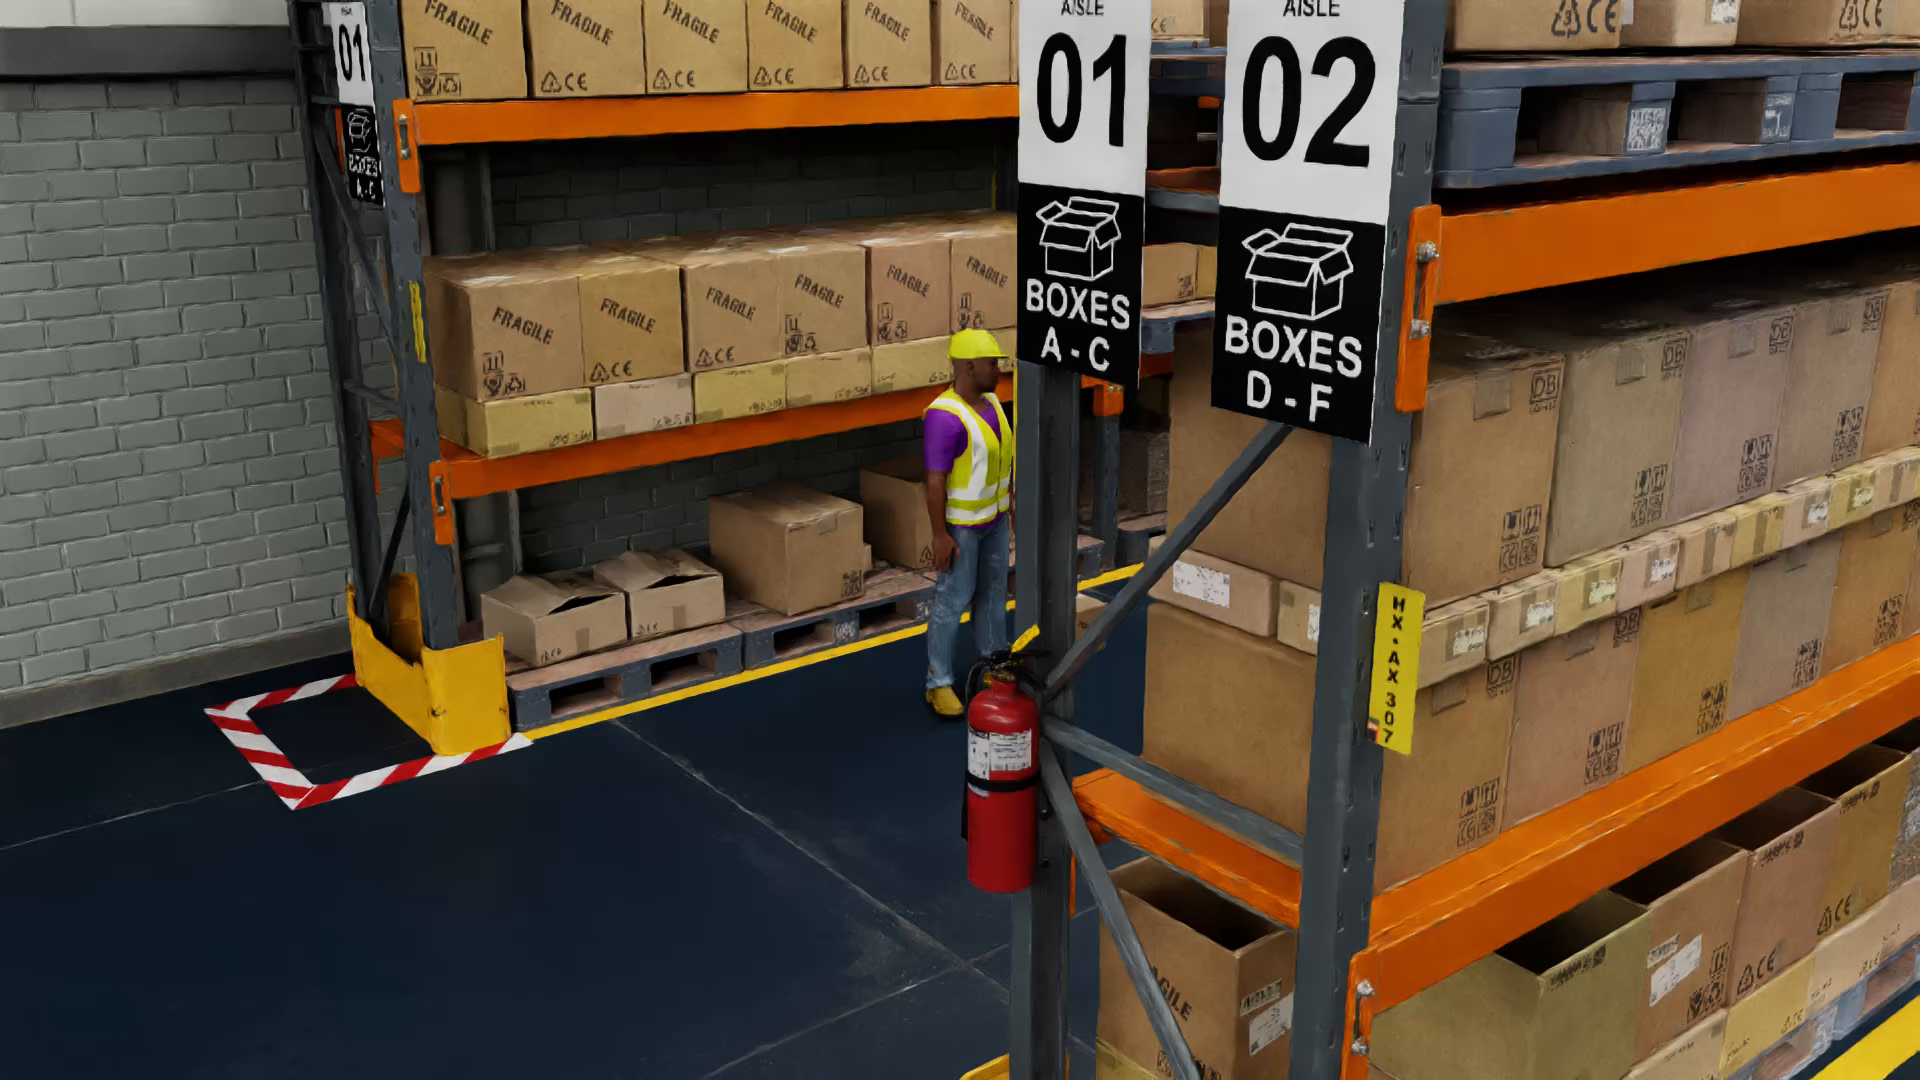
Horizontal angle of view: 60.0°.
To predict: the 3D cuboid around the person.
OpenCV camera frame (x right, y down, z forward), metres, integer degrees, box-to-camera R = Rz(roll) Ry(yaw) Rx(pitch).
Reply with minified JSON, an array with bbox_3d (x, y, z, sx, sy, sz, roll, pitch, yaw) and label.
[{"bbox_3d":[0.100,-0.093,7.706,0.470,1.771,0.639,11,20,30],"label":"person"}]
